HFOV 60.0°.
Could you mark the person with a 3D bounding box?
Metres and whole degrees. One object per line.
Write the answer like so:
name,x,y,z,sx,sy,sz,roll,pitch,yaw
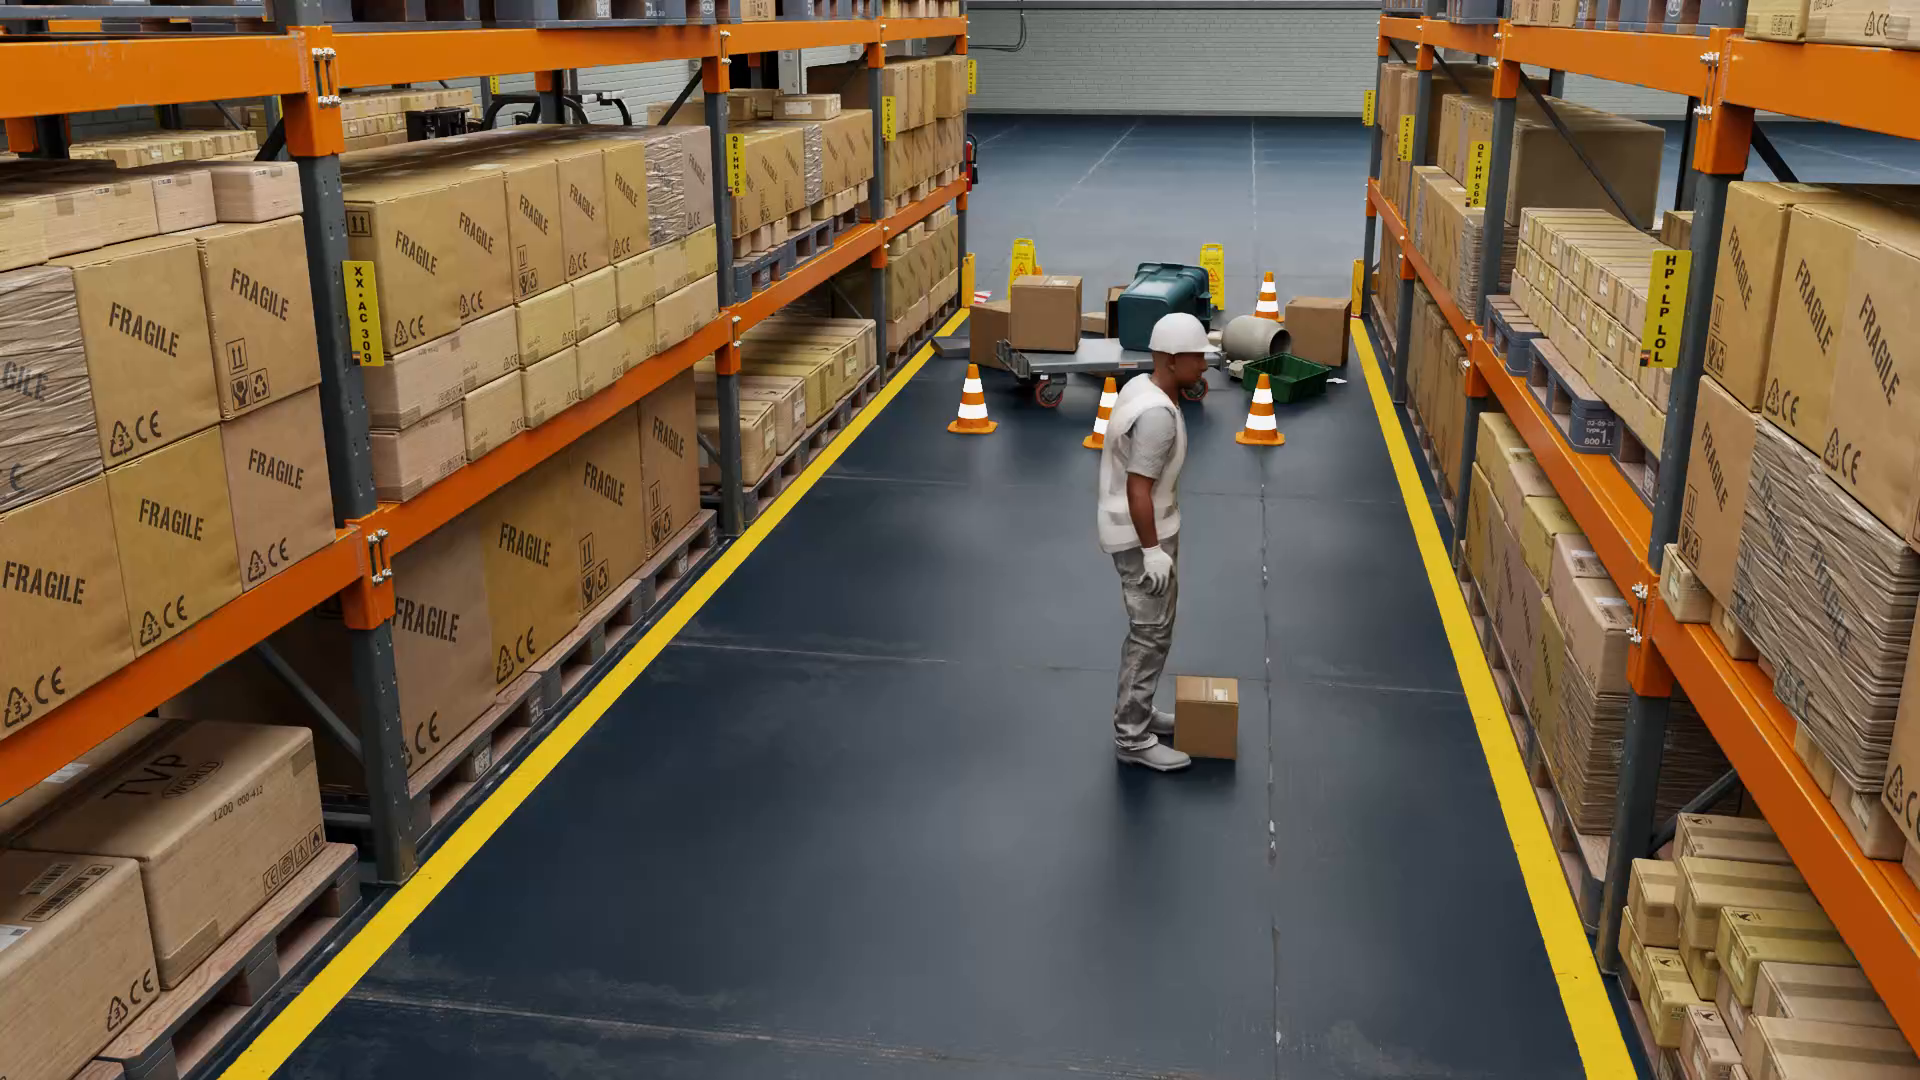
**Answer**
person,0.765,-0.008,6.559,0.449,1.773,0.614,3,18,8
